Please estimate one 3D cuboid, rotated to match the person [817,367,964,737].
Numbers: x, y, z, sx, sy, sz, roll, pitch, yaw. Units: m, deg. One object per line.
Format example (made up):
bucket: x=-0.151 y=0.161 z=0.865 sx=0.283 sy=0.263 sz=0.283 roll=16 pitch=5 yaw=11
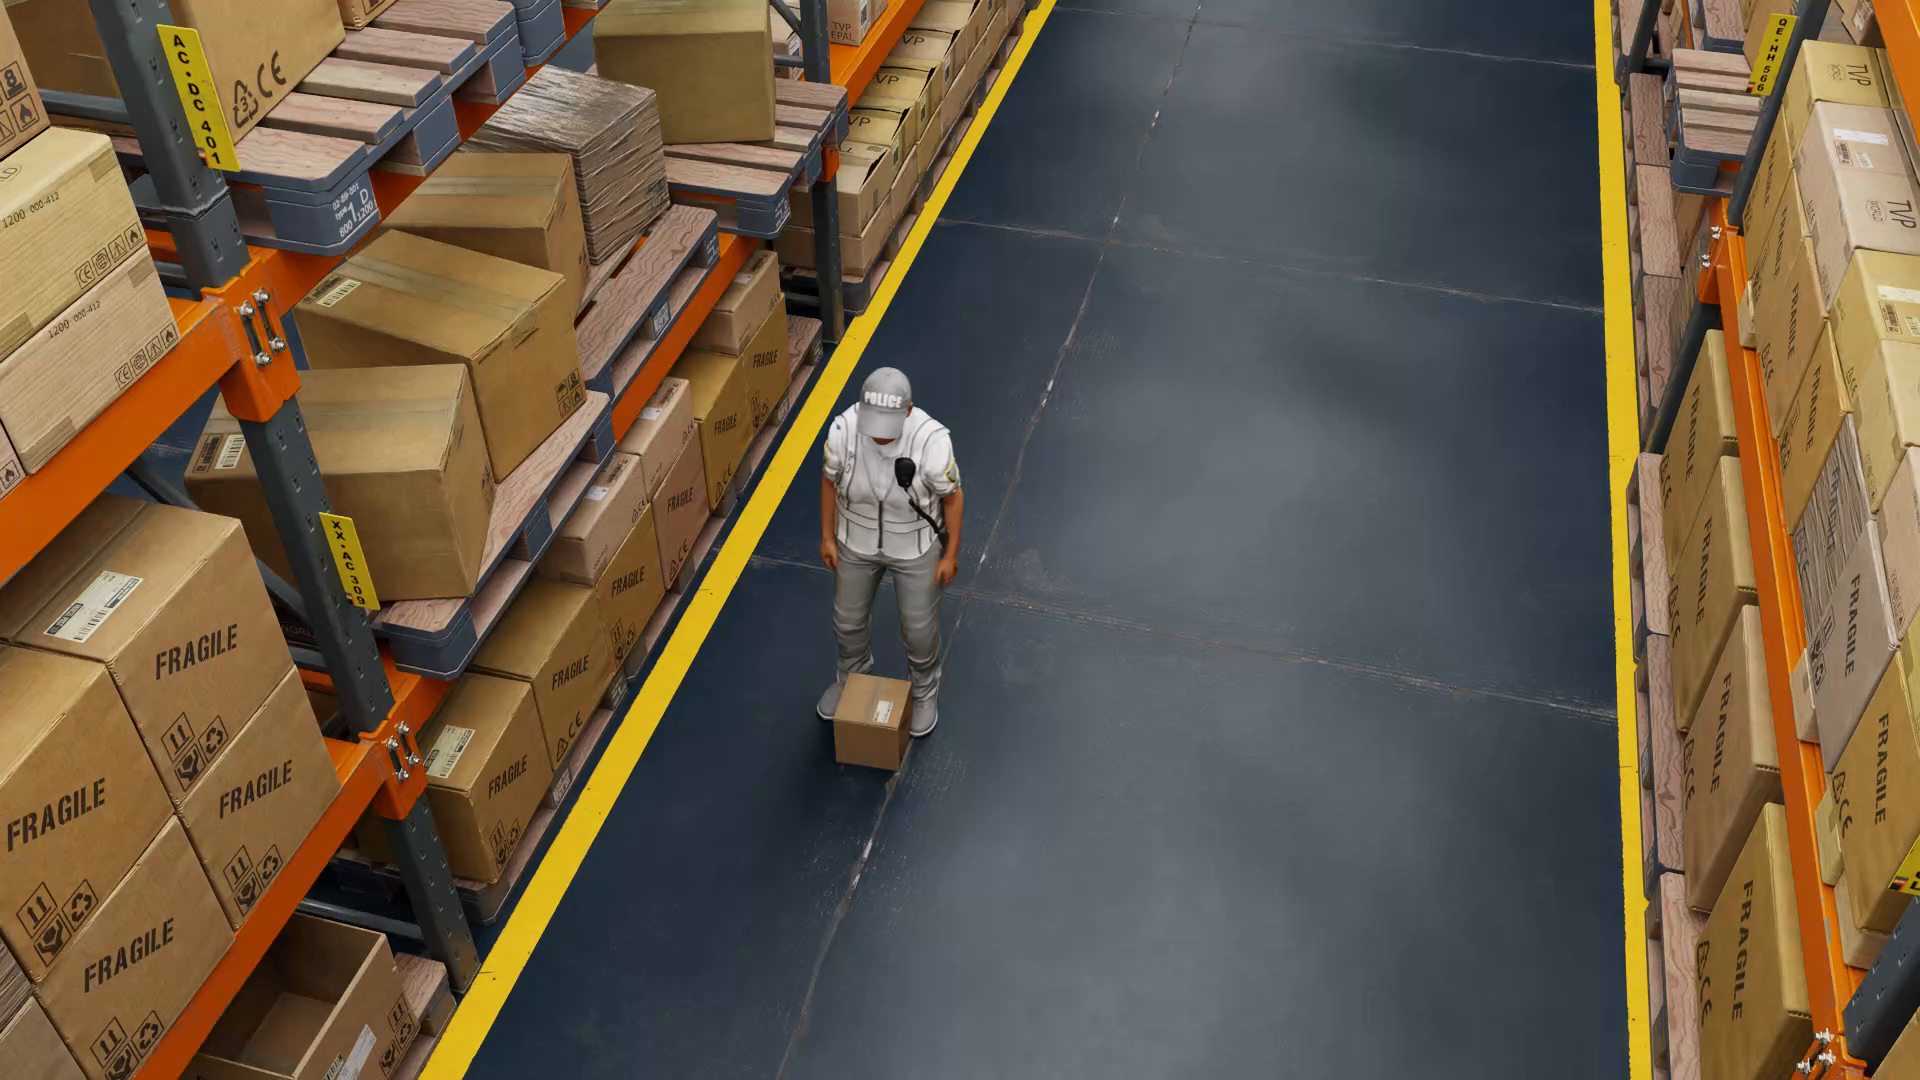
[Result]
person: x=-0.275 y=0.029 z=6.120 sx=0.561 sy=1.665 sz=0.471 roll=8 pitch=42 yaw=9
